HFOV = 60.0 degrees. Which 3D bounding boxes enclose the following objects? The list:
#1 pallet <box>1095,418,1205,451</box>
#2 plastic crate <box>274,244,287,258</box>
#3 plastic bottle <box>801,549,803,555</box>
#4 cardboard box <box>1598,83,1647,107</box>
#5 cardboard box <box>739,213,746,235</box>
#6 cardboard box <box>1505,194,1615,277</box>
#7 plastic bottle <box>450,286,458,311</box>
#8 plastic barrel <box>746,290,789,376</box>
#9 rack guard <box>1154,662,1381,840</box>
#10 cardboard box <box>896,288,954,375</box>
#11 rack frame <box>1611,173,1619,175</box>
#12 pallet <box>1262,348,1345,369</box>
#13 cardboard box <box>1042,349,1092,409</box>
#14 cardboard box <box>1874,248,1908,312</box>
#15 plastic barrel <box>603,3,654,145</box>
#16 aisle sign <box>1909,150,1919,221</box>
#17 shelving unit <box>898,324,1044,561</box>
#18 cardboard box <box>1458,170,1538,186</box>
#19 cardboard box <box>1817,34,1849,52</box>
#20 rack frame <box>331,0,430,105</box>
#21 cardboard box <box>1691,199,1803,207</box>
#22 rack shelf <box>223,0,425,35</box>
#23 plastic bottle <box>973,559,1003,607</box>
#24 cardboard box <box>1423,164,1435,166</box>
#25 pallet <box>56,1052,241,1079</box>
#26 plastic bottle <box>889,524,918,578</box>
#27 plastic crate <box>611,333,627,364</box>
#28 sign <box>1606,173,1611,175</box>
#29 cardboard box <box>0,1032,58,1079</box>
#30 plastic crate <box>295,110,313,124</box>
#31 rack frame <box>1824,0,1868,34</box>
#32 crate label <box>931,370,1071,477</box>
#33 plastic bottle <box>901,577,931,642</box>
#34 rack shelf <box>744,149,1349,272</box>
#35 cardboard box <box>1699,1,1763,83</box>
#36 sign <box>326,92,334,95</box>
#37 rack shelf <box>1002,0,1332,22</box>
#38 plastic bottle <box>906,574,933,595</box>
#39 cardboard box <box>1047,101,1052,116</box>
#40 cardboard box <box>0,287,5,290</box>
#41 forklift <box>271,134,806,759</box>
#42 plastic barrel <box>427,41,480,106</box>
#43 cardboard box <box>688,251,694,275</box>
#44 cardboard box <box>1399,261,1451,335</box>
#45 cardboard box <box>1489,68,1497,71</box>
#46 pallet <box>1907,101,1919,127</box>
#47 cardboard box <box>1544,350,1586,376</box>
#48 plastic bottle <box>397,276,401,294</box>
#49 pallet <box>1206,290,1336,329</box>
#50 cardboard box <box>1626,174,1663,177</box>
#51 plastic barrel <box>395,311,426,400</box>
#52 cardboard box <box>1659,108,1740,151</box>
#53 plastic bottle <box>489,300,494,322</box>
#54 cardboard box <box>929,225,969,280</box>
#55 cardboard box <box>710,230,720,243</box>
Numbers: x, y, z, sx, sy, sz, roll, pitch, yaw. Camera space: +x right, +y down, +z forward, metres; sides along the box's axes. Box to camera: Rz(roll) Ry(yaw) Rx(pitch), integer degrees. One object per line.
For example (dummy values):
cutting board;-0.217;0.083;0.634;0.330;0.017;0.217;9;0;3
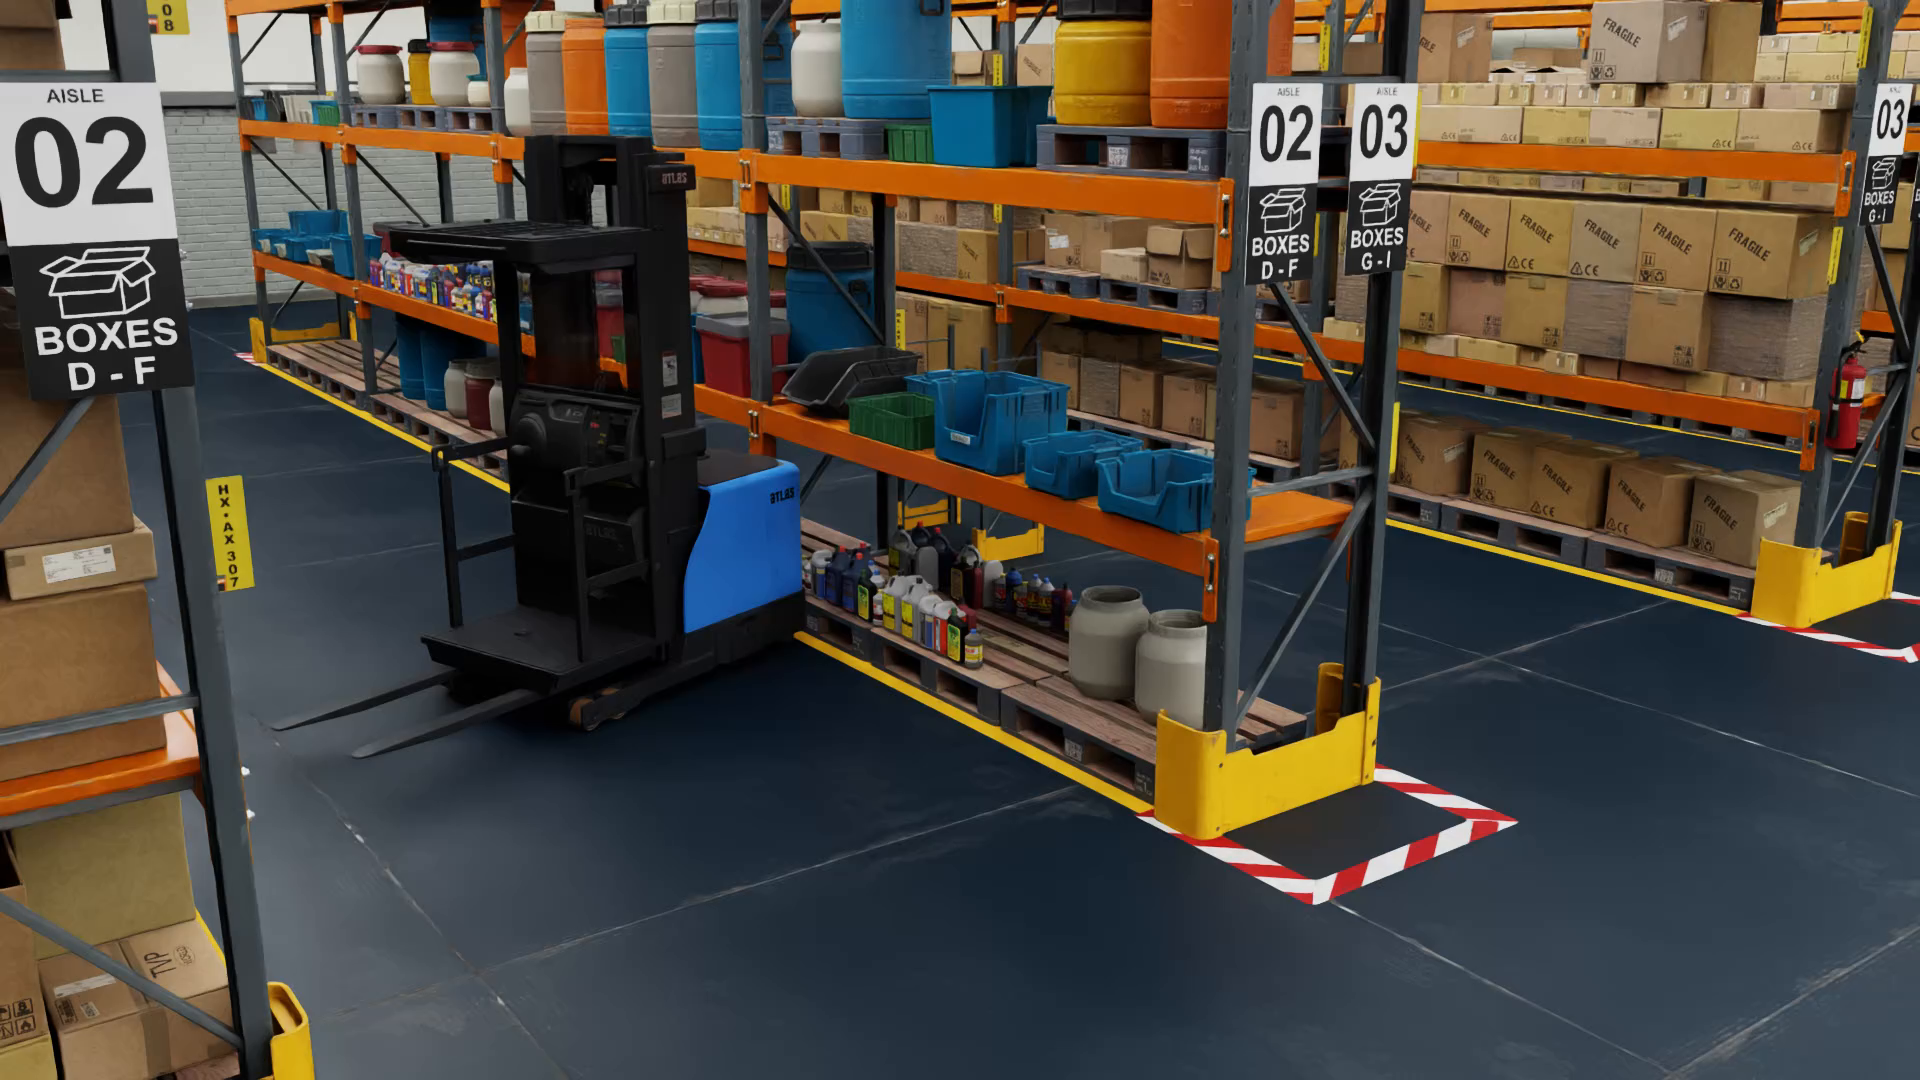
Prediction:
pallet;1.980;-0.949;15.144;1.003;0.211;1.213;-11;19;-35
plastic crate;-7.502;-3.233;18.591;0.250;0.136;0.298;-11;19;-35
plastic bottle;-1.013;0.141;10.213;0.097;0.271;0.097;0;15;0
cardboard box;4.338;-2.870;10.726;0.380;0.149;0.250;-12;19;-37
cardboard box;-2.321;-3.810;20.037;0.500;0.250;0.500;-10;18;-33
cardboard box;4.111;-2.087;11.373;0.500;0.500;0.500;-11;19;-35
plastic bottle;-4.370;-2.099;14.440;0.097;0.201;0.097;0;15;0
plastic barrel;-1.231;-1.402;11.261;0.433;0.535;0.433;0;15;0
rack guard;1.423;0.952;7.650;1.175;0.500;0.348;-11;19;-35
cardboard box;-0.098;-2.241;17.812;1.225;0.875;0.875;-11;19;-34
rack frame;8.825;-4.260;21.957;1.000;3.000;0.127;-11;19;-35
pallet;4.422;-2.292;20.050;1.003;0.211;1.213;-11;19;-35
cardboard box;1.219;-1.588;16.098;0.700;0.500;0.500;-12;19;-37
cardboard box;8.415;-2.266;14.389;0.875;0.550;0.500;-11;19;-35
plastic barrel;-2.089;-3.141;11.240;0.600;0.901;0.708;-11;19;-35
aisle sign;5.792;-2.300;9.874;0.394;0.787;0.004;-11;19;-35
shelving unit;0.045;-0.707;11.819;0.587;1.500;1.083;-11;19;-35
cardboard box;5.738;-3.686;17.777;0.700;0.500;0.500;-11;19;-35
cardboard box;7.620;-4.284;14.343;0.380;0.149;0.250;-11;19;-35
rack frame;-5.550;-5.700;15.857;1.000;3.000;0.127;-11;19;-35
cardboard box;5.121;-1.955;10.889;0.500;0.500;0.500;-11;19;-35
rack shelf;-6.725;-5.588;17.565;1.077;0.370;4.000;-11;19;-35
plastic bottle;0.161;0.241;9.839;0.152;0.276;0.135;-10;18;-34
cardboard box;6.821;-5.401;24.045;0.500;0.500;0.500;-11;19;-35
pallet;-2.986;1.712;5.422;1.003;0.211;1.213;-11;19;-35
plastic bottle;-0.351;0.082;10.279;0.144;0.351;0.185;-11;19;-35
plastic crate;-2.098;-1.324;11.634;0.450;0.188;0.662;-11;19;-35
sign;8.378;-4.731;21.487;0.100;0.325;0.005;-11;19;-35
cardboard box;-3.057;1.579;5.039;0.500;0.250;0.500;-11;19;-35
plastic crate;-6.605;-4.339;17.064;0.293;0.136;0.466;-11;19;-35
rack frame;12.838;-7.925;23.983;1.000;3.000;0.127;-11;19;-35
crate label;0.205;-0.613;8.565;0.502;0.435;0.616;-11;19;-35
plastic bottle;-0.237;0.374;9.210;0.144;0.351;0.185;-10;18;-32
rack shelf;0.330;-1.771;8.546;1.077;0.370;4.000;-11;19;-35
cardboard box;4.858;-3.252;10.893;0.500;0.500;0.500;-11;19;-35
sign;-7.466;-5.146;19.712;0.100;0.325;0.005;-11;19;-35
rack shelf;1.985;-4.648;14.133;1.077;0.370;4.000;-11;19;-35
plastic bottle;-0.241;0.342;9.469;0.152;0.276;0.135;-11;19;-35
cardboard box;0.879;-3.956;15.450;0.500;0.250;0.500;-10;18;-34
cardboard box;-3.997;-0.696;6.290;0.700;0.500;0.500;-11;19;-35
forklift;-2.166;-0.581;8.647;1.130;2.935;3.031;10;18;33
plastic barrel;-4.362;-4.023;14.357;0.433;0.535;0.433;0;15;0
cardboard box;-3.454;-3.483;22.350;0.875;0.875;0.875;-11;19;-35
cardboard box;3.641;-1.841;12.368;0.875;0.500;0.500;-11;19;-35
cardboard box;5.737;-4.948;17.973;0.500;0.311;0.500;-11;19;-35
pallet;8.418;-3.583;13.971;1.003;0.211;1.213;-11;19;-35
cardboard box;4.211;-1.225;11.345;0.380;0.149;0.250;-11;19;-35
plastic bottle;-5.210;-2.404;15.555;0.097;0.201;0.097;0;15;0
pallet;2.829;-1.961;13.921;1.003;0.211;1.213;-11;19;-35
cardboard box;8.902;-4.522;21.367;0.500;0.500;0.500;-12;19;-36
plastic barrel;-5.243;-1.878;16.437;0.600;0.901;0.708;-11;19;-35
cardboard box;4.728;-2.557;10.340;0.500;0.250;0.500;-11;19;-34
plastic bottle;-3.834;-1.905;13.729;0.097;0.201;0.097;0;15;0
cardboard box;0.030;-2.944;16.961;0.500;0.500;0.500;-11;19;-35
cardboard box;-2.892;-3.798;20.745;0.380;0.149;0.250;-10;18;-34
